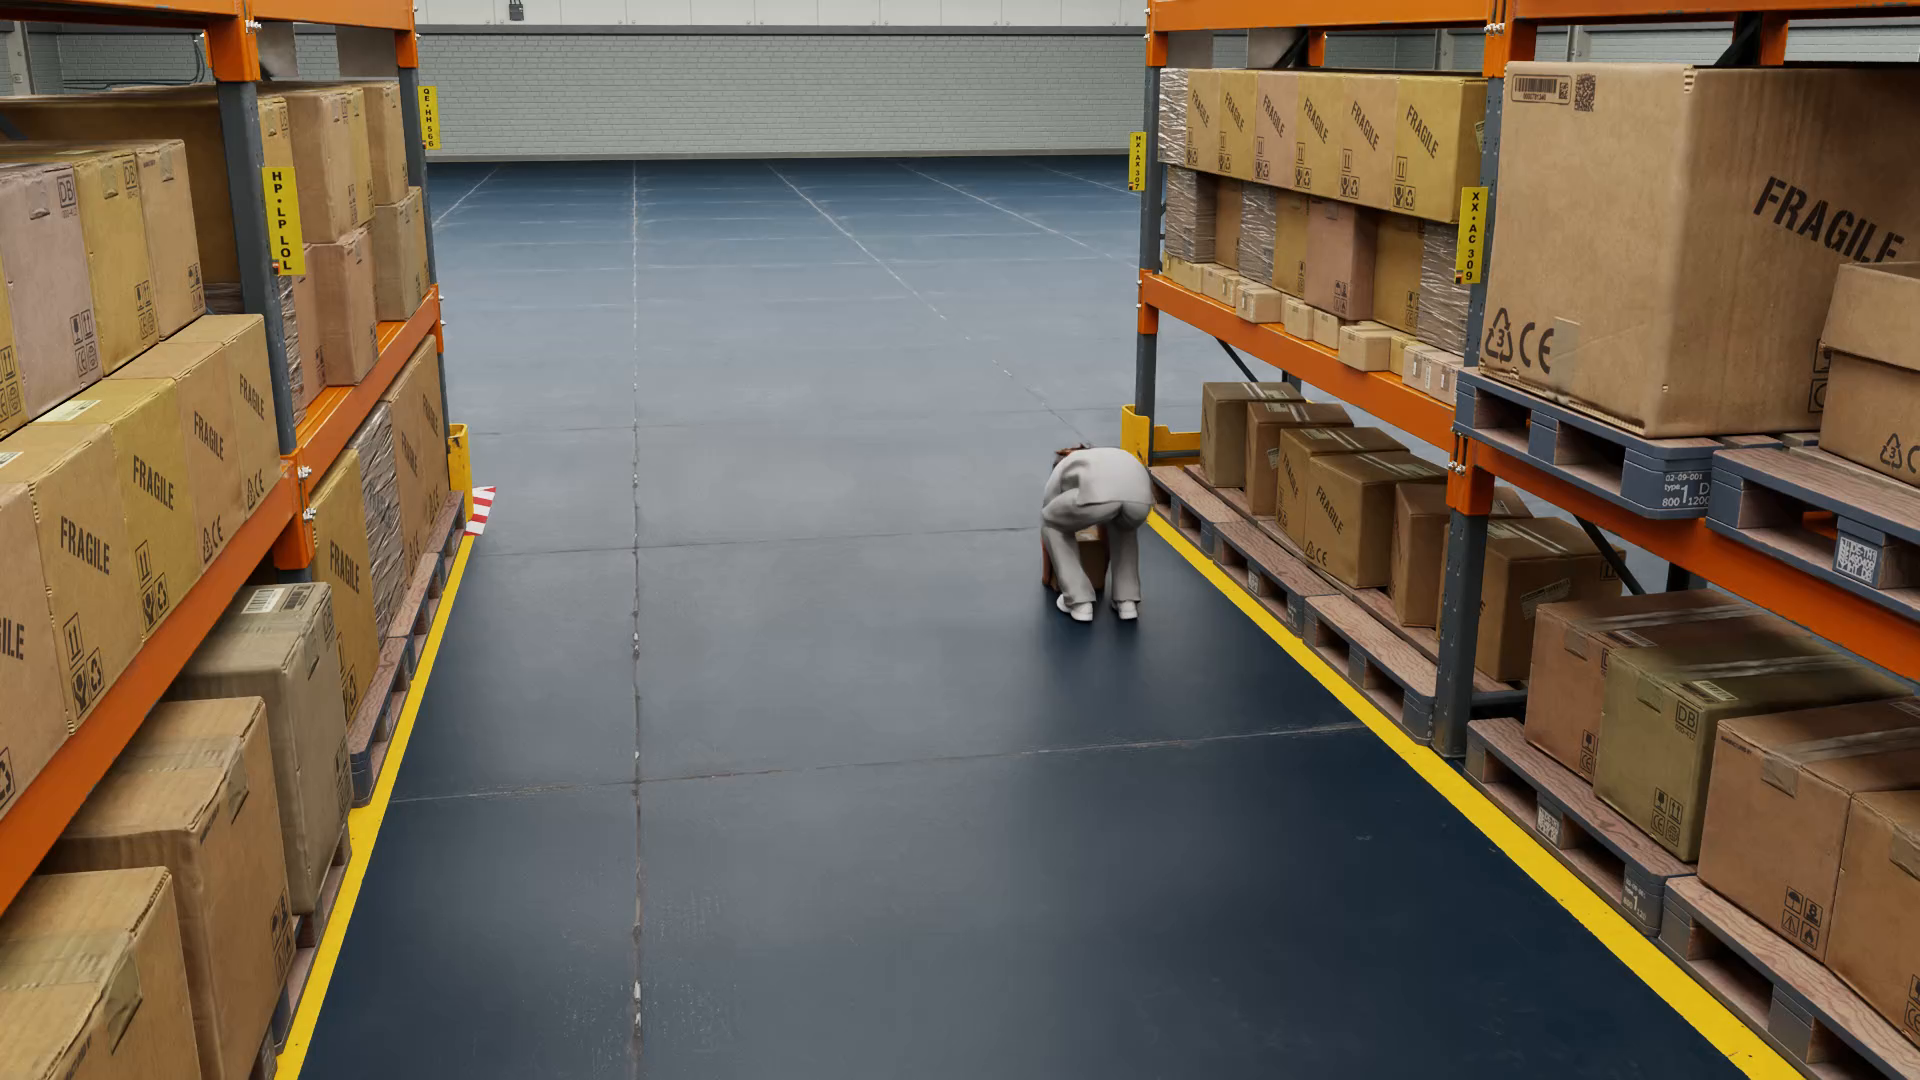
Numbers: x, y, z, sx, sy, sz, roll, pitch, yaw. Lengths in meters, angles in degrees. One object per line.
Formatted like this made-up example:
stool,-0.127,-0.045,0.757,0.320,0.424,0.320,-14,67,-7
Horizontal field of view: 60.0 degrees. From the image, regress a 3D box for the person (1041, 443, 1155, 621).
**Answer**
person,0.621,-0.044,7.876,0.474,0.760,0.863,-4,17,-12
